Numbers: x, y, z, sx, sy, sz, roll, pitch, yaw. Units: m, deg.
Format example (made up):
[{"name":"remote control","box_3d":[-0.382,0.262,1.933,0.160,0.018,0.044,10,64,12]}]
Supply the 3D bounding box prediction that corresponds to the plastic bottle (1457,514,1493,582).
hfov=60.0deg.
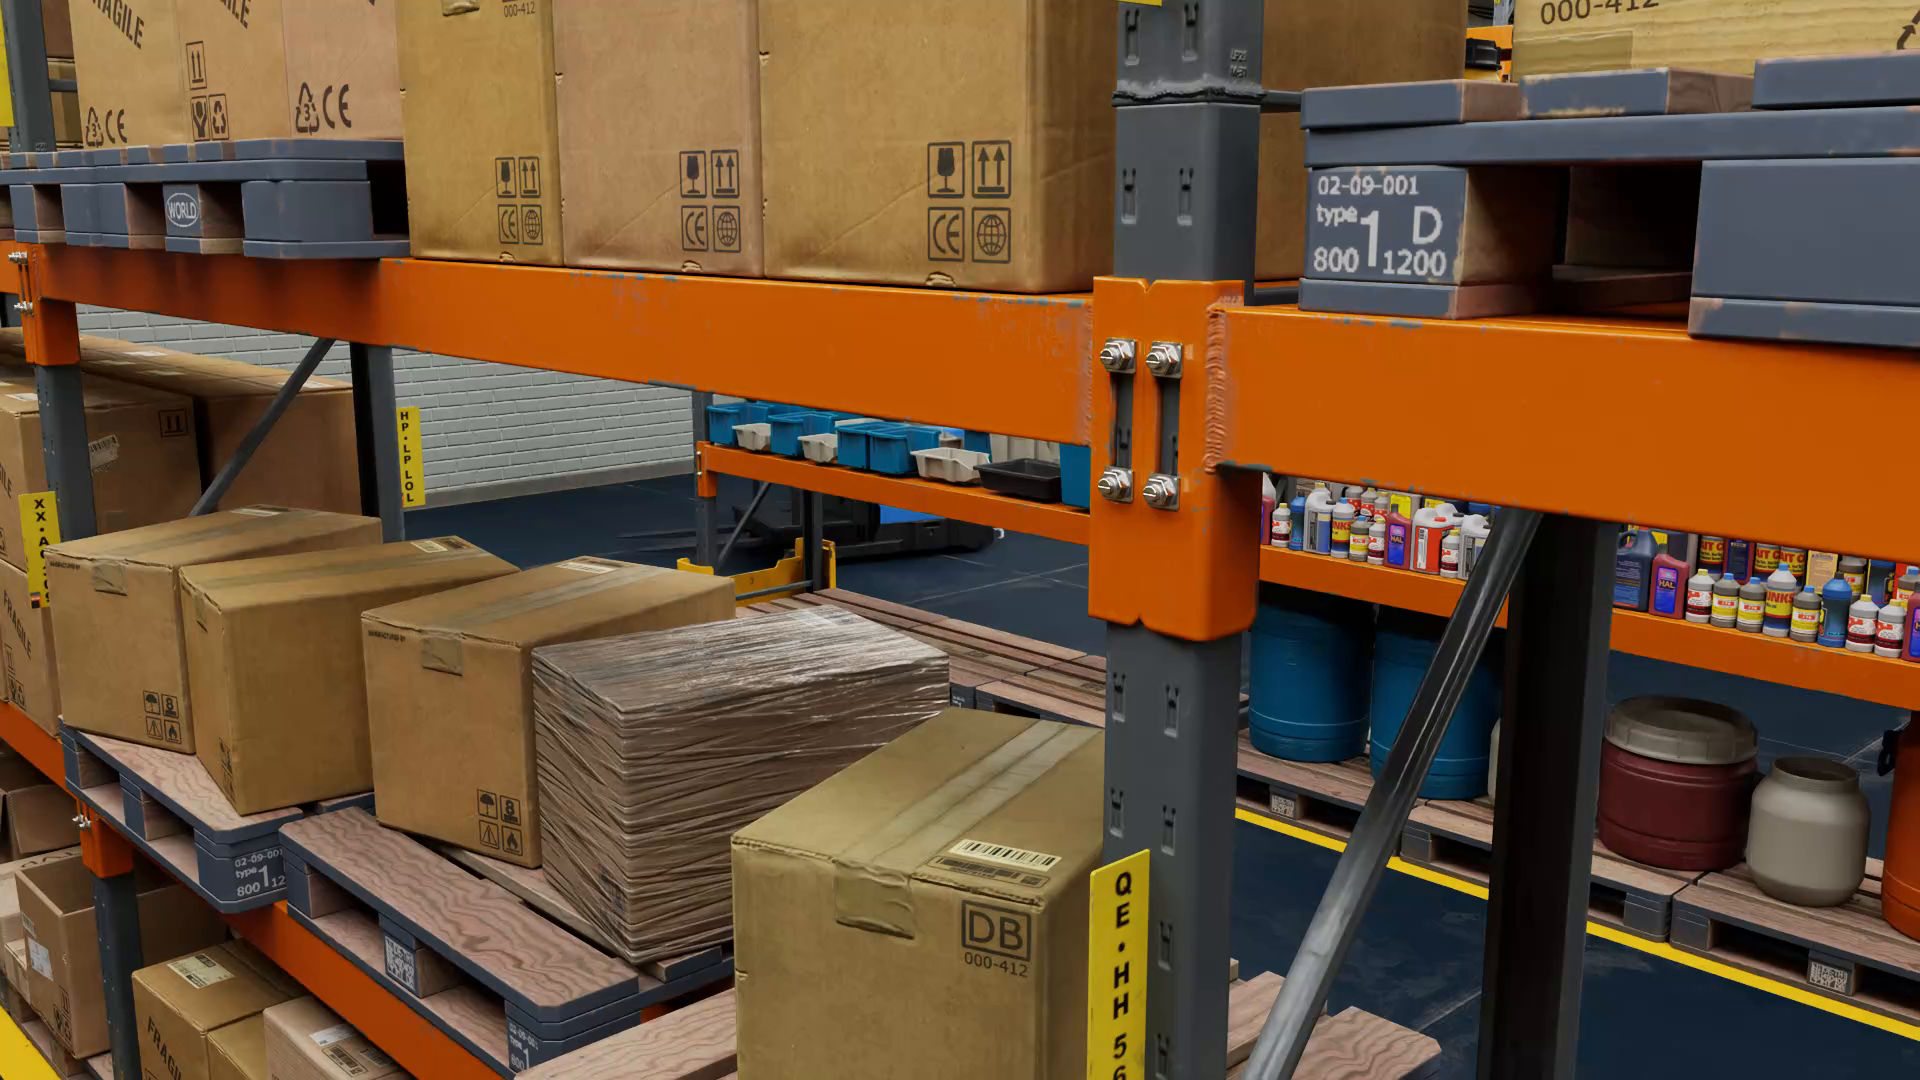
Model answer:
[{"name":"plastic bottle","box_3d":[2.229,0.036,7.112,0.152,0.276,0.135,-11,16,-43]}]

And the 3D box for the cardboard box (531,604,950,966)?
[{"name":"cardboard box","box_3d":[-0.447,0.468,3.418,0.700,0.500,0.500,-7,14,-32]}]

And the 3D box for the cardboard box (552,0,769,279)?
[{"name":"cardboard box","box_3d":[-0.115,-0.693,2.658,0.910,0.500,0.500,-11,16,-43]}]

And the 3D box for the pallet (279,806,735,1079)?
[{"name":"pallet","box_3d":[-0.783,0.770,3.717,1.003,0.211,1.213,-11,16,-43]}]

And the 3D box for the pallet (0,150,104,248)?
[{"name":"pallet","box_3d":[-1.800,-0.897,4.364,1.213,0.211,1.003,-11,16,-43]}]

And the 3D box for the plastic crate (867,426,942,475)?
[{"name":"plastic crate","box_3d":[-0.328,-0.528,9.806,0.416,0.233,0.300,-11,16,-43]}]

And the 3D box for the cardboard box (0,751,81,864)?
[{"name":"cardboard box","box_3d":[-3.501,1.109,6.692,0.797,0.503,0.637,-11,16,-43]}]

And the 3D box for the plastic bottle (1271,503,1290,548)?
[{"name":"plastic bottle","box_3d":[1.515,-0.071,7.813,0.097,0.201,0.097,0,12,0]}]

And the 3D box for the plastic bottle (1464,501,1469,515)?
[{"name":"plastic bottle","box_3d":[2.385,-0.175,7.949,0.144,0.351,0.185,-11,16,-43]}]

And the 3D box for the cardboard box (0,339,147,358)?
[{"name":"cardboard box","box_3d":[-3.745,-0.572,7.029,0.500,0.500,0.500,-10,16,-41]}]

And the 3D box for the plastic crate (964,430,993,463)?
[{"name":"plastic crate","box_3d":[0.227,-0.582,10.068,0.416,0.233,0.300,-11,16,-43]}]

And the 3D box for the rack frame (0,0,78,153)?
[{"name":"rack frame","box_3d":[-2.199,-2.563,4.552,1.000,3.000,0.127,-11,16,-43]}]

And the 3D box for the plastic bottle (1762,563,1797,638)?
[{"name":"plastic bottle","box_3d":[3.065,0.223,6.216,0.097,0.271,0.097,0,12,0]}]

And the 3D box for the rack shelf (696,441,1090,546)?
[{"name":"rack shelf","box_3d":[0.005,-0.254,9.994,1.077,0.370,4.000,-11,16,-43]}]

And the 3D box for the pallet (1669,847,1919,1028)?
[{"name":"pallet","box_3d":[3.573,1.526,6.483,1.003,0.211,1.213,-11,16,-43]}]

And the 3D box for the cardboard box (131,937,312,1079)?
[{"name":"cardboard box","box_3d":[-2.042,1.488,4.857,0.500,0.500,0.500,11,16,43]}]

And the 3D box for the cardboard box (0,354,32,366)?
[{"name":"cardboard box","box_3d":[-3.786,-0.423,6.305,0.500,0.500,0.500,-11,16,-43]}]

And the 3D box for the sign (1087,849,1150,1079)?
[{"name":"sign","box_3d":[0.177,0.508,1.841,0.100,0.325,0.005,-11,16,-43]}]

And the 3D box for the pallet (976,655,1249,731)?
[{"name":"pallet","box_3d":[0.850,0.949,9.281,1.003,0.211,1.213,-11,16,-43]}]

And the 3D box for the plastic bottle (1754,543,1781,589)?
[{"name":"plastic bottle","box_3d":[3.384,0.068,6.965,0.097,0.271,0.097,0,12,0]}]

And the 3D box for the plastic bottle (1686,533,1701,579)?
[{"name":"plastic bottle","box_3d":[3.125,0.019,7.191,0.152,0.276,0.135,-11,16,-43]}]

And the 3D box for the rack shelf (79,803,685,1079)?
[{"name":"rack shelf","box_3d":[-0.818,1.019,3.813,1.077,0.370,4.000,-11,16,-43]}]

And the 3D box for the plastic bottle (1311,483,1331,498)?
[{"name":"plastic bottle","box_3d":[1.814,-0.185,8.367,0.097,0.201,0.097,0,12,0]}]

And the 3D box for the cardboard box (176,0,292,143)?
[{"name":"cardboard box","box_3d":[-1.427,-1.220,3.927,0.600,0.600,0.600,-11,16,-43]}]

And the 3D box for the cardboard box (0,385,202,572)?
[{"name":"cardboard box","box_3d":[-2.736,-0.201,5.229,0.500,0.500,0.500,-11,16,-42]}]

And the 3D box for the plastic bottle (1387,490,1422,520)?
[{"name":"plastic bottle","box_3d":[2.153,-0.182,7.982,0.144,0.351,0.185,-11,16,-43]}]

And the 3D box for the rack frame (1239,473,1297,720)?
[{"name":"rack frame","box_3d":[1.386,-0.315,8.505,1.000,3.000,0.127,-11,16,-43]}]

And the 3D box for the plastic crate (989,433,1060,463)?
[{"name":"plastic crate","box_3d":[0.464,-0.534,9.717,0.437,0.282,0.530,-11,16,-43]}]

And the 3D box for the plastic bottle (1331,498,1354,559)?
[{"name":"plastic bottle","box_3d":[1.743,-0.057,7.572,0.097,0.271,0.097,0,12,0]}]

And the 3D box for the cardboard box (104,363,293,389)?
[{"name":"cardboard box","box_3d":[-2.678,-0.347,5.935,0.500,0.500,0.500,11,16,43]}]

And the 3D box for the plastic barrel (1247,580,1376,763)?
[{"name":"plastic barrel","box_3d":[1.749,0.589,8.277,0.600,0.901,0.708,-11,16,-43]}]

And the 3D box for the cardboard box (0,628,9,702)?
[{"name":"cardboard box","box_3d":[-3.087,0.214,5.692,0.500,0.500,0.500,-10,16,-41]}]

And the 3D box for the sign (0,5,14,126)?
[{"name":"sign","box_3d":[-2.587,-1.271,4.430,0.100,0.325,0.005,-11,16,-43]}]

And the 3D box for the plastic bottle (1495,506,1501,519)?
[{"name":"plastic bottle","box_3d":[2.508,-0.072,7.648,0.097,0.271,0.097,0,12,0]}]

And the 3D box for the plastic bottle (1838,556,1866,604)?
[{"name":"plastic bottle","box_3d":[3.611,0.151,6.739,0.097,0.201,0.097,0,12,0]}]

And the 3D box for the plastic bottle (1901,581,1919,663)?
[{"name":"plastic bottle","box_3d":[3.401,0.293,5.845,0.061,0.283,0.133,-11,16,-43]}]

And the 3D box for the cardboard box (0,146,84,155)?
[{"name":"cardboard box","box_3d":[-2.728,-1.054,5.034,0.500,0.250,0.500,-11,16,-43]}]

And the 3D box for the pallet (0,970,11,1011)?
[{"name":"pallet","box_3d":[-3.520,1.463,6.790,1.003,0.211,1.213,-11,16,-43]}]

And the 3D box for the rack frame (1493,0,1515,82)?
[{"name":"rack frame","box_3d":[5.863,-5.203,17.366,1.000,3.000,0.127,-11,16,-43]}]

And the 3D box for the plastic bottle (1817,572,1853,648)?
[{"name":"plastic bottle","box_3d":[3.200,0.251,6.078,0.097,0.271,0.097,0,12,0]}]

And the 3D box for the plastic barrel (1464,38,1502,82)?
[{"name":"plastic barrel","box_3d":[2.163,-1.977,7.632,0.600,0.588,0.600,0,12,0]}]

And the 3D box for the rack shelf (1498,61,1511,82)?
[{"name":"rack shelf","box_3d":[7.244,-4.557,16.022,1.077,0.370,4.000,-11,16,-43]}]

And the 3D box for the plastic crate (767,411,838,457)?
[{"name":"plastic crate","box_3d":[-0.990,-0.668,10.485,0.416,0.233,0.300,-11,16,-43]}]

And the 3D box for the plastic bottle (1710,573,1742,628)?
[{"name":"plastic bottle","box_3d":[2.931,0.229,6.361,0.097,0.201,0.097,0,12,0]}]

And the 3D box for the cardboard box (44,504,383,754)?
[{"name":"cardboard box","box_3d":[-2.034,0.221,4.618,0.500,0.500,0.700,6,13,26]}]

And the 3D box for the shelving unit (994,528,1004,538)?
[{"name":"shelving unit","box_3d":[0.164,-0.642,14.553,0.258,1.200,0.503,-5,13,-25]}]

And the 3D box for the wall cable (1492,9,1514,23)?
[{"name":"wall cable","box_3d":[9.989,-10.326,28.449,2.988,3.039,0.133,-11,16,-43]}]

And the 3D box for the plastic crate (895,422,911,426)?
[{"name":"plastic crate","box_3d":[-0.493,-0.661,10.689,0.396,0.136,0.243,-11,16,-43]}]

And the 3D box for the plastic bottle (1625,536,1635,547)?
[{"name":"plastic bottle","box_3d":[2.747,0.113,6.719,0.061,0.283,0.133,-11,16,-43]}]

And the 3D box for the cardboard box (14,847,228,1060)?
[{"name":"cardboard box","box_3d":[-2.798,1.340,5.577,0.500,0.500,0.500,-11,16,-43]}]

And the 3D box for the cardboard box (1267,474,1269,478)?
[{"name":"cardboard box","box_3d":[2.705,-0.671,14.461,0.875,0.875,0.875,-11,16,-43]}]

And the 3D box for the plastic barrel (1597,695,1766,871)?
[{"name":"plastic barrel","box_3d":[3.018,1.011,7.007,0.600,0.588,0.708,-11,16,-43]}]

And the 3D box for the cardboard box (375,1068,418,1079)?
[{"name":"cardboard box","box_3d":[-1.004,1.340,3.718,0.500,0.250,0.500,-11,16,-44]}]

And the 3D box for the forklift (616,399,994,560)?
[{"name":"forklift","box_3d":[-1.272,-1.319,13.550,3.031,2.935,1.130,-5,13,-24]}]

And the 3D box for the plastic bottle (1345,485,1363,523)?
[{"name":"plastic bottle","box_3d":[1.992,-0.192,8.401,0.097,0.201,0.097,0,12,0]}]

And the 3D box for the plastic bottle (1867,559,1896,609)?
[{"name":"plastic bottle","box_3d":[3.659,0.144,6.597,0.097,0.271,0.097,0,12,0]}]
